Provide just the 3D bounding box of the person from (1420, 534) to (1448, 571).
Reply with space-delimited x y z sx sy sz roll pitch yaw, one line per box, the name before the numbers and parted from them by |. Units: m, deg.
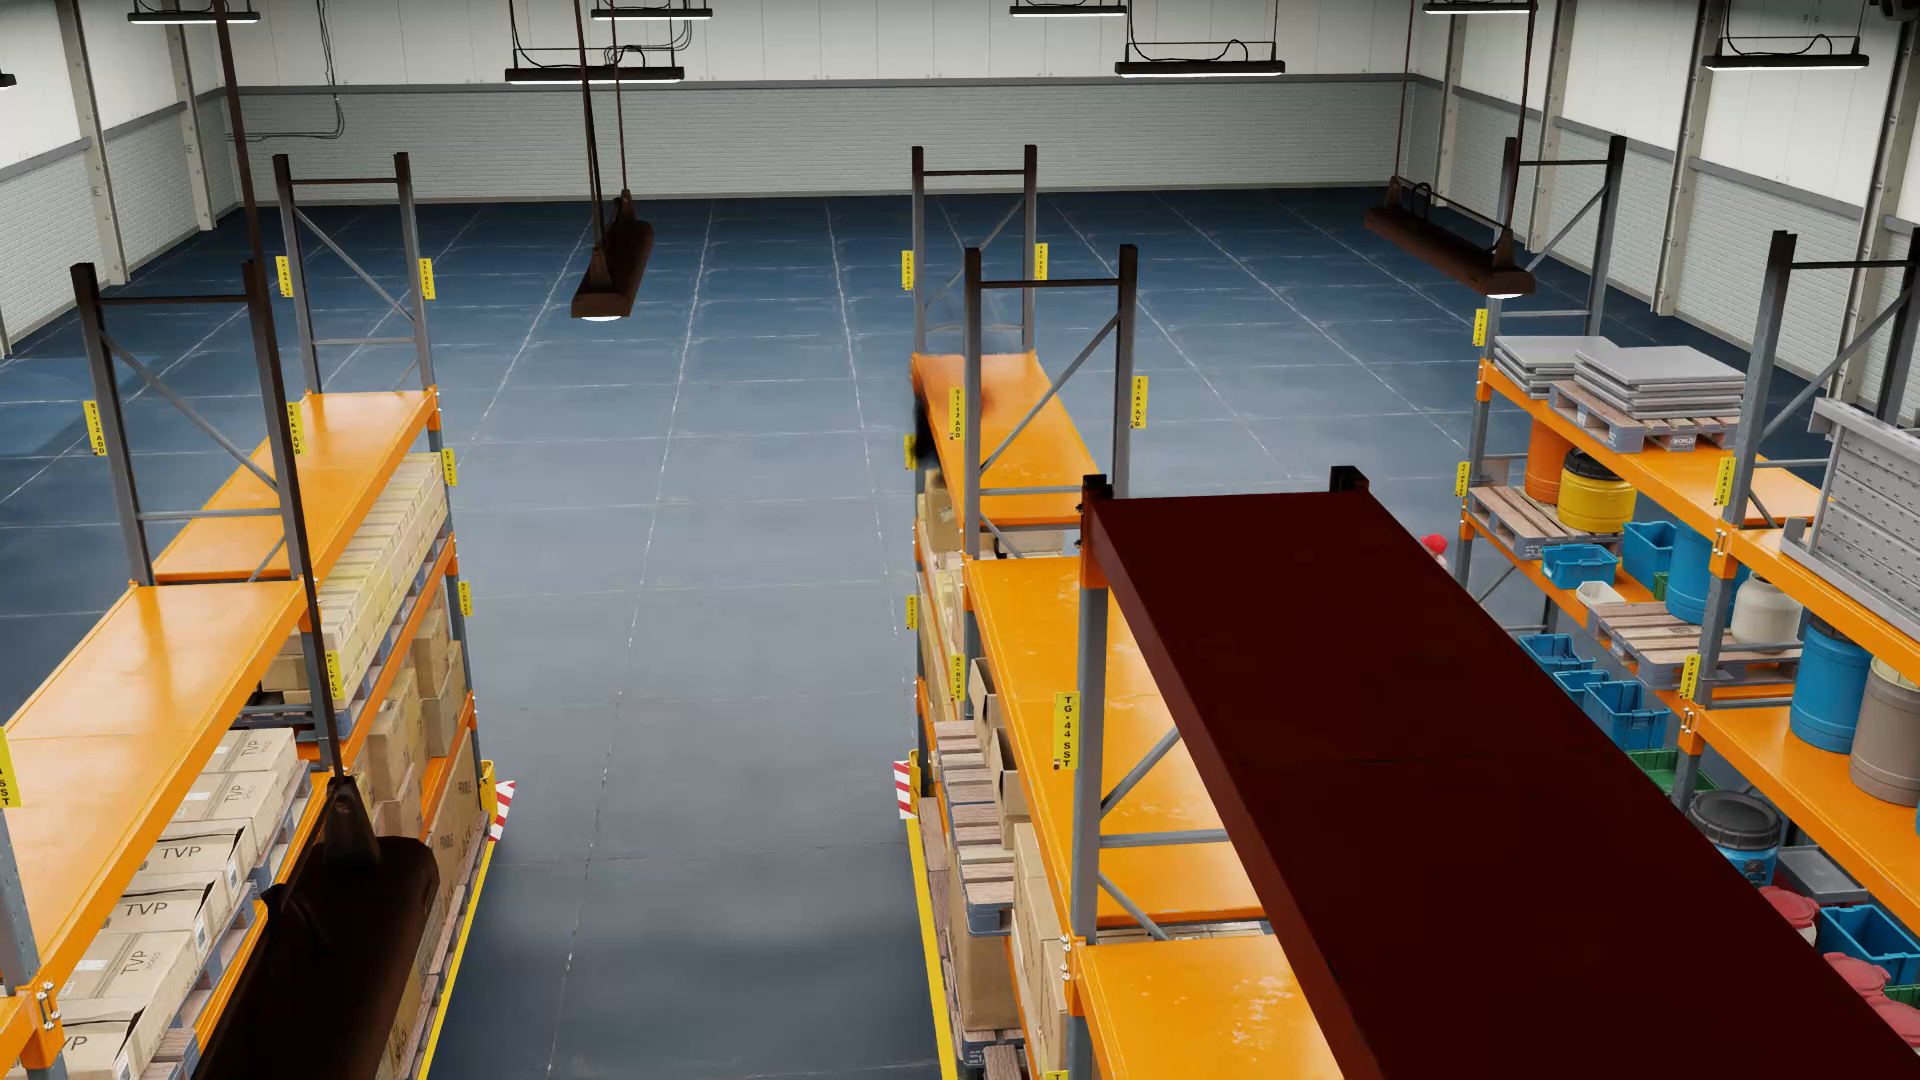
person | 4.851 0.761 17.273 1.003 1.786 0.690 12 25 29
